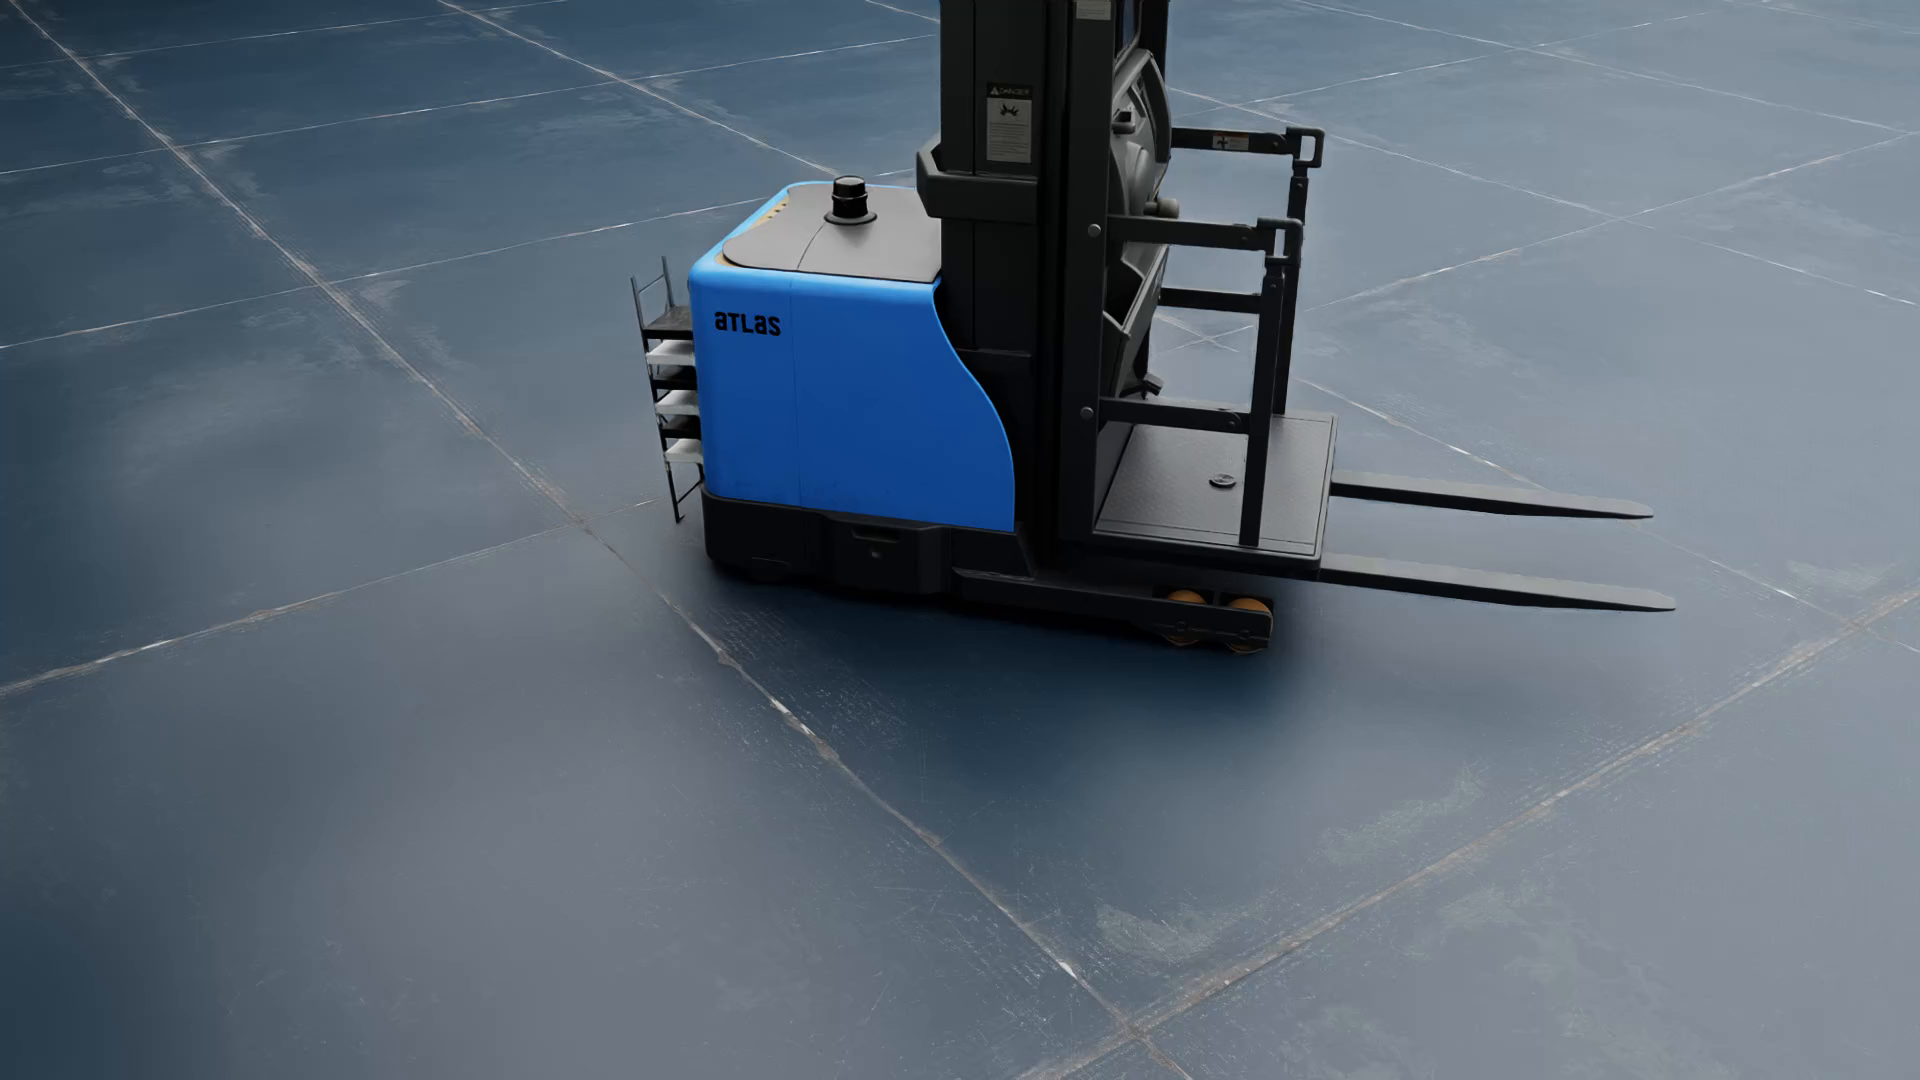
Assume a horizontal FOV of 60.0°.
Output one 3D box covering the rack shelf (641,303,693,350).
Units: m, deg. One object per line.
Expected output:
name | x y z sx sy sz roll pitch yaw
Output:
rack shelf | -0.926 -0.720 5.623 0.200 0.077 0.258 4 28 18

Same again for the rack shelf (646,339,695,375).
rack shelf | -0.918 -0.640 5.663 0.200 0.077 0.258 4 28 18

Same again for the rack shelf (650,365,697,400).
rack shelf | -0.910 -0.560 5.703 0.200 0.077 0.258 4 28 18

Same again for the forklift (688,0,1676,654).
forklift | 0.729 -1.220 4.926 3.031 2.935 1.130 7 29 12

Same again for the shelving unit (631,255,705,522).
shelving unit | -0.905 -0.510 5.729 0.210 0.900 0.258 4 28 18

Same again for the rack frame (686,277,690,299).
rack frame | -0.809 -0.503 5.697 0.006 0.900 0.240 4 28 18

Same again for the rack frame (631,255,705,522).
rack frame | -1.002 -0.517 5.761 0.006 0.900 0.240 4 28 18

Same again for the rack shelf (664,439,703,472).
rack shelf | -0.886 -0.320 5.825 0.200 0.077 0.258 4 28 18

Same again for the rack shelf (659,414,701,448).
rack shelf | -0.894 -0.400 5.784 0.200 0.077 0.258 4 28 18

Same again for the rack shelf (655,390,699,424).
rack shelf | -0.902 -0.480 5.744 0.200 0.077 0.258 4 28 18
